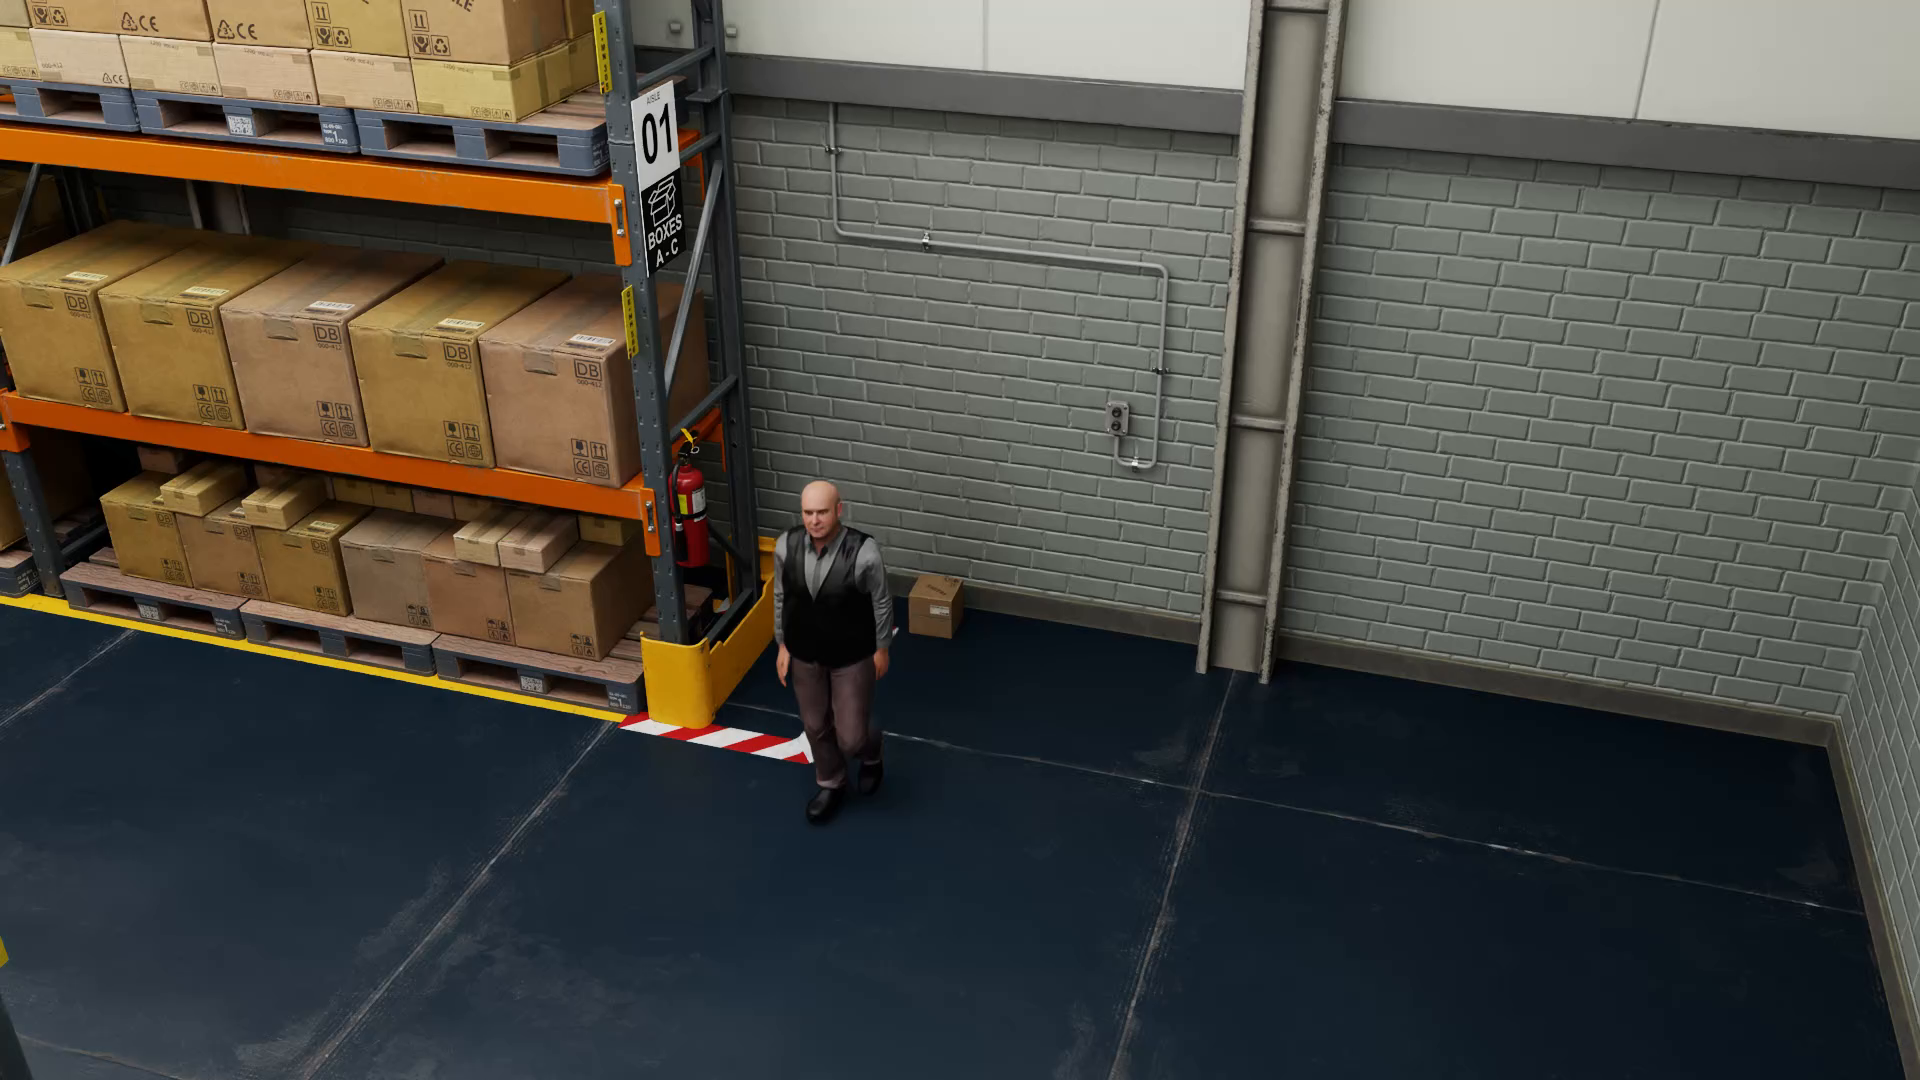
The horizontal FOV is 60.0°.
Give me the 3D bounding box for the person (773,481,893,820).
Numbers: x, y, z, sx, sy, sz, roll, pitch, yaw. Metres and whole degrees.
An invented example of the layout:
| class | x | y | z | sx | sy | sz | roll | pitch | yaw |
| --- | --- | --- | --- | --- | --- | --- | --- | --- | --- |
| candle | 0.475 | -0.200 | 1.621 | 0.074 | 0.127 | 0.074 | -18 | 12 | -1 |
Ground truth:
| class | x | y | z | sx | sy | sz | roll | pitch | yaw |
| --- | --- | --- | --- | --- | --- | --- | --- | --- | --- |
| person | -0.572 | 0.498 | 7.584 | 0.546 | 1.712 | 0.485 | 9 | 30 | 16 |
